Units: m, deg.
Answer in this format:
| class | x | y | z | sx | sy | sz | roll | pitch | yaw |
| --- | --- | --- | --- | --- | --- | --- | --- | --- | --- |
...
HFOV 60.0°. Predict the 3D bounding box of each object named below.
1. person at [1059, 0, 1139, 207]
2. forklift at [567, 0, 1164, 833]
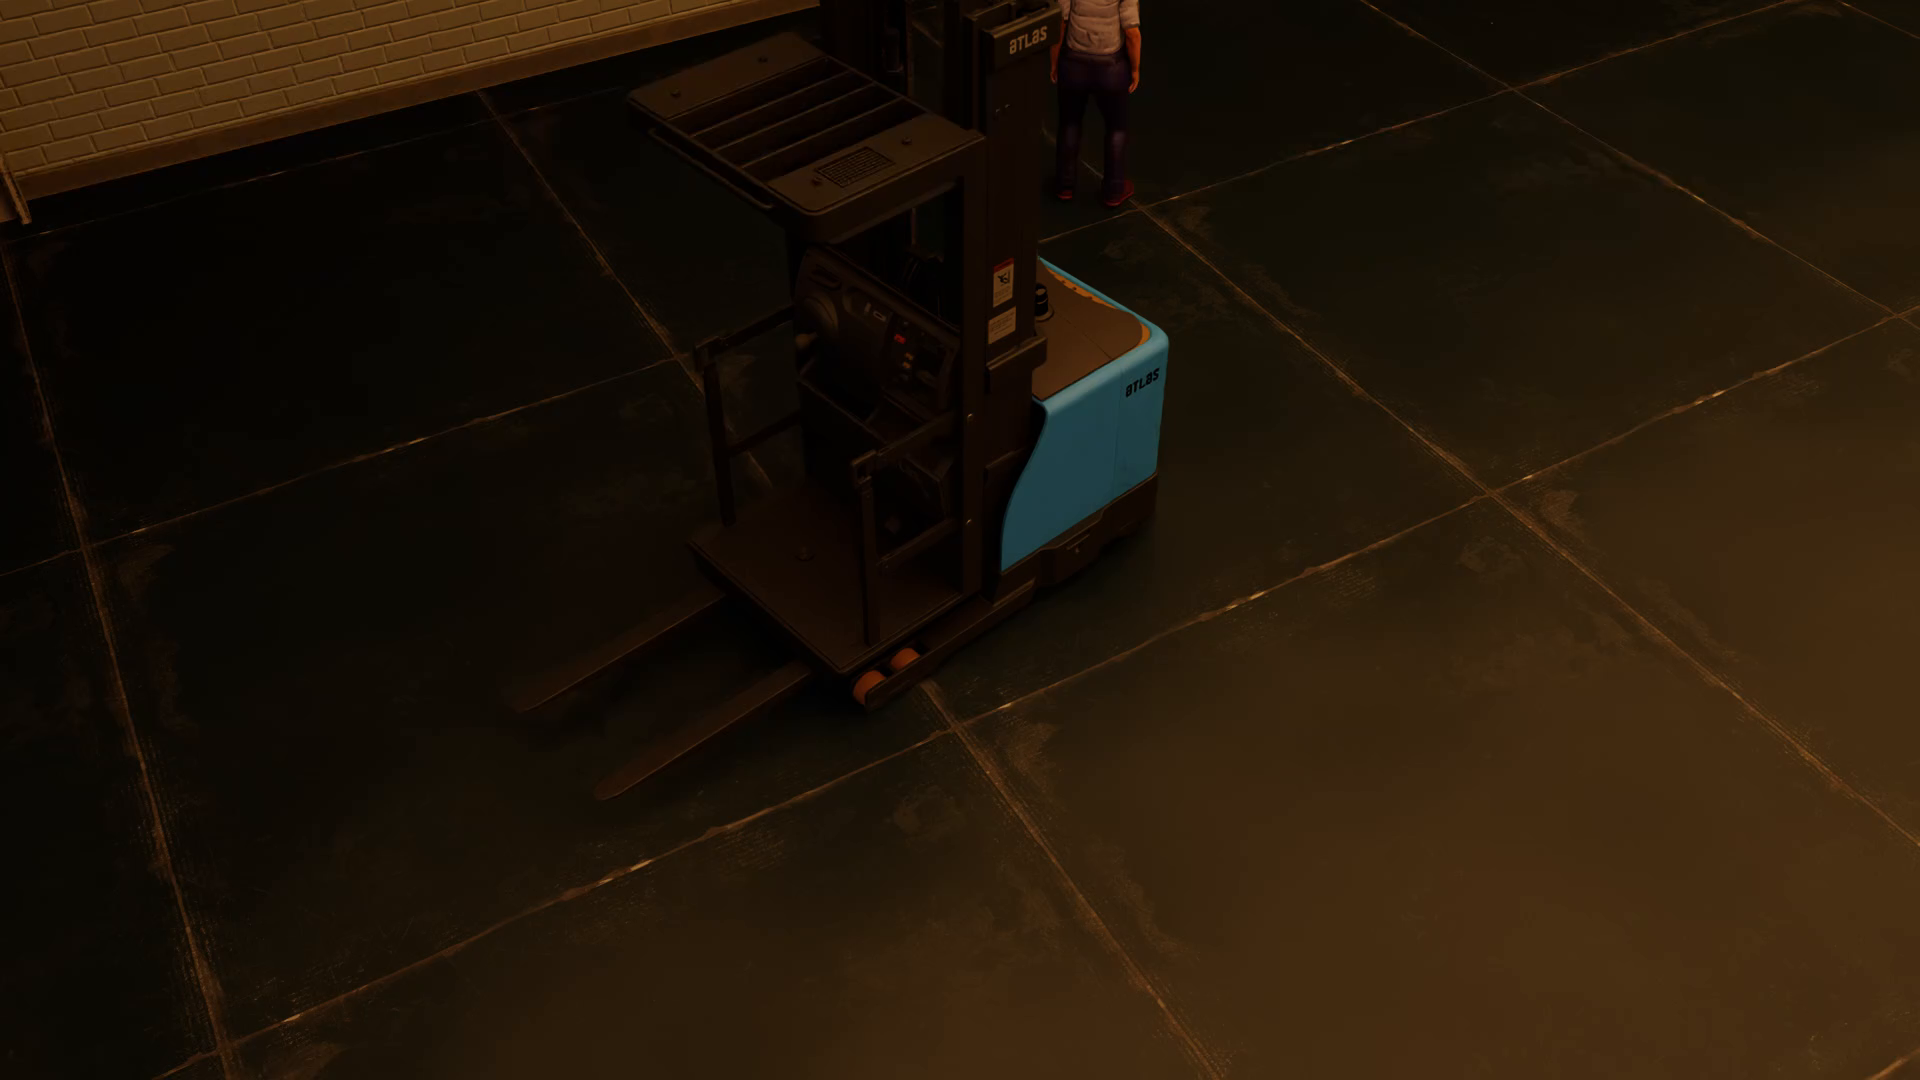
| class | x | y | z | sx | sy | sz | roll | pitch | yaw |
| --- | --- | --- | --- | --- | --- | --- | --- | --- | --- |
| person | 0.772 | -2.700 | 9.552 | 0.561 | 1.651 | 0.376 | 8 | 43 | 9 |
| forklift | -0.375 | -0.749 | 6.505 | 1.130 | 2.935 | 3.031 | 28 | 50 | 27 |
